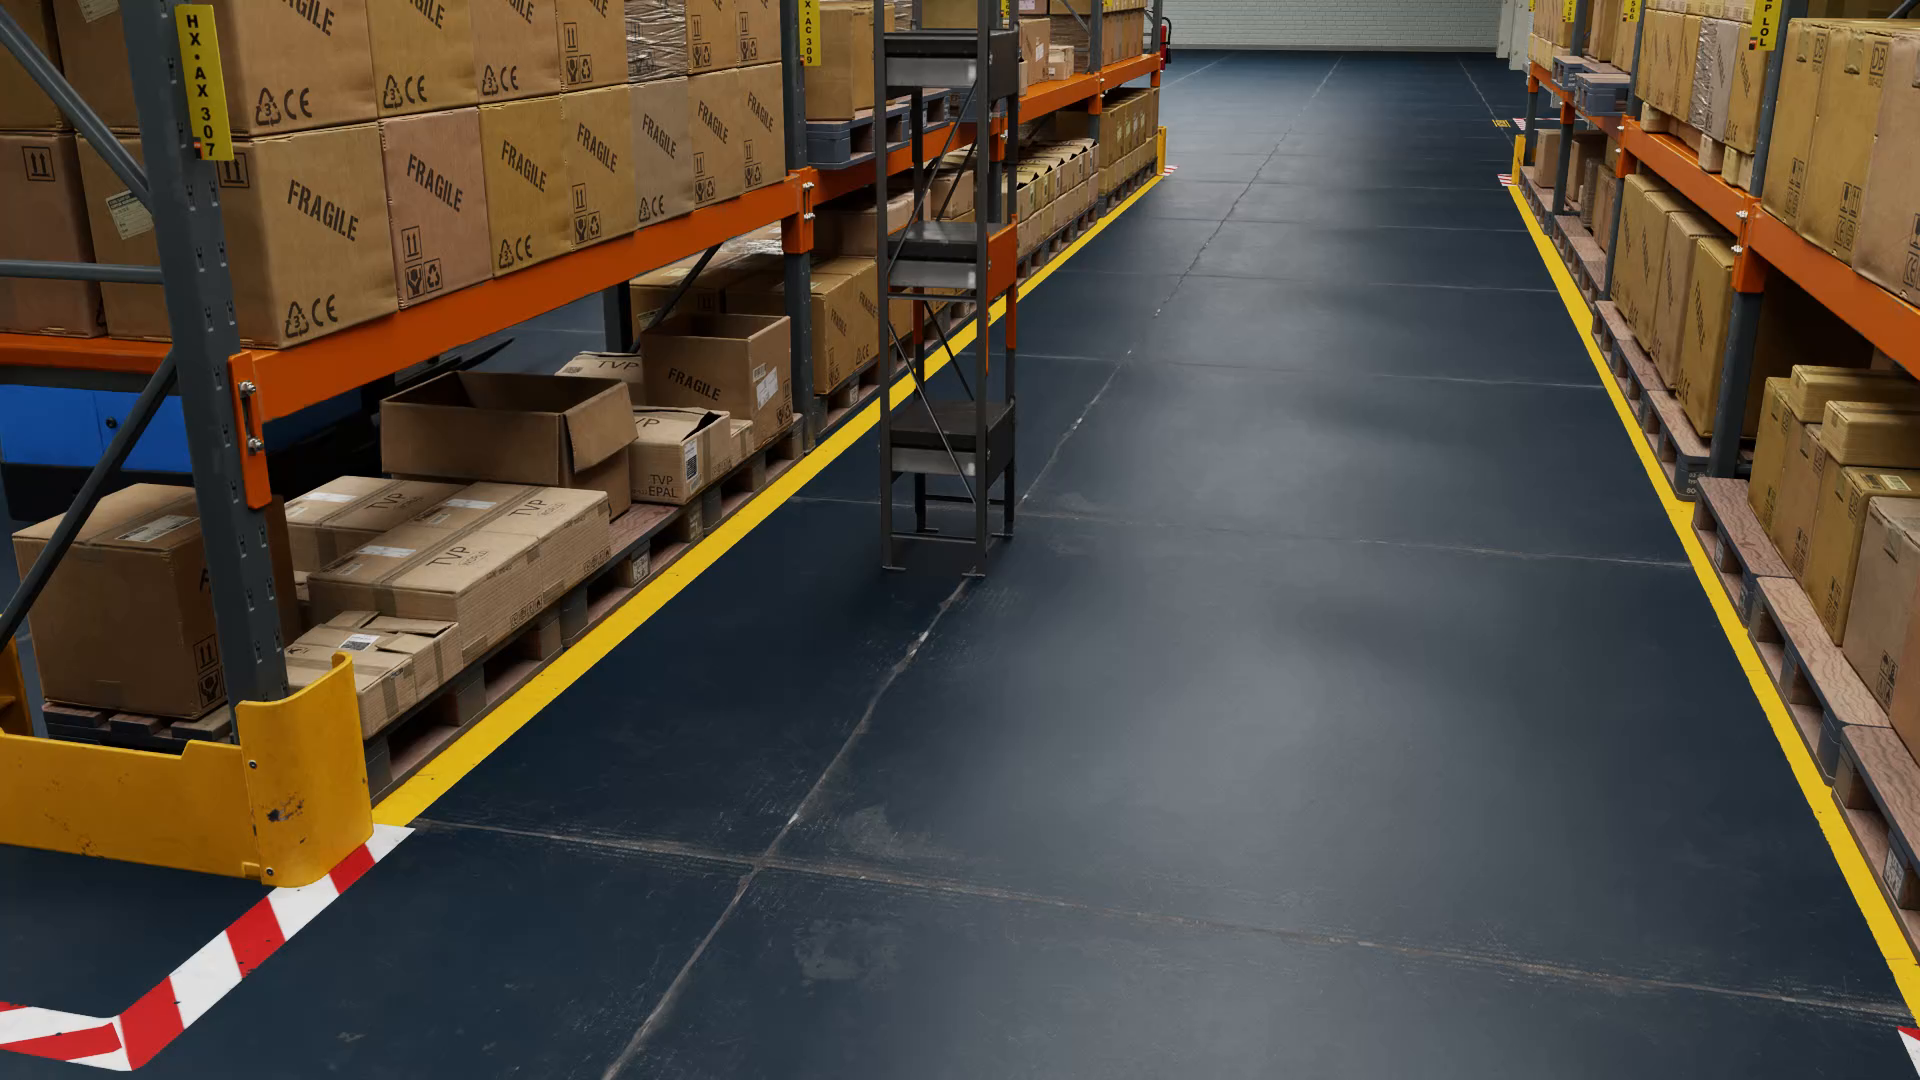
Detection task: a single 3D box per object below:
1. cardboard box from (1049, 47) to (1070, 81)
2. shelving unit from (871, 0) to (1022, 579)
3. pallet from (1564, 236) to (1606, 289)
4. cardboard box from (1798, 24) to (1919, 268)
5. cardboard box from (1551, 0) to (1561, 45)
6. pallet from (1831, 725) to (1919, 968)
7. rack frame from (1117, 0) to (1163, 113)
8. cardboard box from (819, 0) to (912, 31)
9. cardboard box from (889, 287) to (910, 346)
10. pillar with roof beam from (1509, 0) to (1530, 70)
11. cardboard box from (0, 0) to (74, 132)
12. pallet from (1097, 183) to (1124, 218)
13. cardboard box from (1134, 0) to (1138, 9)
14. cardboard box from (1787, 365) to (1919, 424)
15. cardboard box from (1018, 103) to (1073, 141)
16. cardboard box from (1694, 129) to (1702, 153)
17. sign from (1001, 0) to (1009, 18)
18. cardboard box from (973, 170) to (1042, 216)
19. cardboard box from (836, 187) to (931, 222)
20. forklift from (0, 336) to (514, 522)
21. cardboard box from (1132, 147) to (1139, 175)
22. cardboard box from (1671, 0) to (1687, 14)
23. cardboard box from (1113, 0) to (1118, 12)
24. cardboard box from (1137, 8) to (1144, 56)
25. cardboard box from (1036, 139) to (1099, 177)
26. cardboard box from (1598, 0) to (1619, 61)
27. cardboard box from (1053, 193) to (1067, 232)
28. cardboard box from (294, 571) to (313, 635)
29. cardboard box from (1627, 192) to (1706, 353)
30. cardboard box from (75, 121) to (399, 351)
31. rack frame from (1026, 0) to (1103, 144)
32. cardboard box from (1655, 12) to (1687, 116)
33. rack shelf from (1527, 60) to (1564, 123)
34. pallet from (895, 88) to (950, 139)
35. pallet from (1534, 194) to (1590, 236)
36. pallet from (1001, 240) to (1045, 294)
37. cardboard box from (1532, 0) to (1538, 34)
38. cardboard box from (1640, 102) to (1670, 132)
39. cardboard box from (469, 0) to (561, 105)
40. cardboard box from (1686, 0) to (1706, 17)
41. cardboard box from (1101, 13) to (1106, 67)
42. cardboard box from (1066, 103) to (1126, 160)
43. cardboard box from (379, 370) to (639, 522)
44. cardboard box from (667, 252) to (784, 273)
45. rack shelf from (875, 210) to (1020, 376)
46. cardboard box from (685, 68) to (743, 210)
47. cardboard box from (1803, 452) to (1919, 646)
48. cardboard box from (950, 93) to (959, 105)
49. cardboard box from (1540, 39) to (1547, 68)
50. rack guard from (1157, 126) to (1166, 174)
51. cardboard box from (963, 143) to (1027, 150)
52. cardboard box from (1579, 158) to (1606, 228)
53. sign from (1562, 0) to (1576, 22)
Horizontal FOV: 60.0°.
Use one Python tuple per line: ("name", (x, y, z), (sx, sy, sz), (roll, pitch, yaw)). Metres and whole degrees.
("cardboard box", (0.727, -4.031, 14.056), (0.396, 0.266, 0.258), (4, 19, 12))
("shelving unit", (-0.040, -0.942, 6.196), (0.431, 2.100, 0.503), (5, 19, 13))
("pallet", (5.083, -2.047, 12.354), (1.003, 0.211, 1.213), (5, 19, 13))
("cardboard box", (3.282, -1.232, 5.189), (0.980, 0.700, 0.700), (4, 19, 12))
("cardboard box", (5.500, -4.617, 14.606), (0.500, 0.500, 0.500), (5, 19, 13))
("pallet", (2.756, 0.830, 3.932), (1.003, 0.211, 1.213), (5, 19, 13))
("rack frame", (1.741, -5.638, 18.554), (1.000, 3.000, 0.127), (5, 19, 13))
("cardboard box", (-0.667, -2.899, 9.729), (0.700, 0.500, 0.500), (9, 21, 24))
("cardboard box", (-0.587, -1.359, 9.211), (0.500, 0.500, 0.500), (5, 19, 14))
("pillar with roof beam", (8.903, -15.662, 38.618), (9.100, 9.000, 0.400), (5, 19, 13))
("cardboard box", (-2.326, -1.305, 4.166), (0.500, 0.500, 0.500), (4, 19, 13))
("pallet", (0.999, -3.311, 16.054), (1.003, 0.211, 1.213), (5, 19, 13))
("cardboard box", (1.644, -5.617, 17.332), (0.380, 0.149, 0.250), (5, 19, 14))
("cardboard box", (3.071, -0.490, 5.697), (0.380, 0.149, 0.250), (5, 20, 15))
("cardboard box", (0.799, -3.955, 16.071), (0.500, 0.500, 0.500), (5, 19, 13))
("cardboard box", (3.851, -1.983, 8.210), (0.380, 0.149, 0.250), (5, 20, 15))
("sign", (0.315, -3.601, 10.921), (0.100, 0.325, 0.005), (5, 19, 13))
("cardboard box", (0.319, -2.600, 12.395), (0.500, 0.311, 0.500), (4, 19, 12))
("cardboard box", (-0.470, -1.860, 9.519), (0.500, 0.250, 0.500), (4, 19, 12))
("forklift", (-3.096, -1.853, 7.577), (1.130, 2.935, 3.031), (3, 19, 10))
("cardboard box", (1.542, -3.873, 16.991), (0.500, 0.250, 0.500), (5, 19, 13))
("cardboard box", (3.981, -2.846, 8.572), (0.500, 0.250, 0.500), (5, 19, 14))
("cardboard box", (1.328, -5.212, 16.147), (0.380, 0.149, 0.250), (4, 19, 12))
("cardboard box", (1.615, -5.540, 18.112), (0.700, 0.500, 0.500), (5, 19, 13))
("cardboard box", (0.943, -3.398, 14.731), (0.500, 0.311, 0.500), (5, 19, 13))
("cardboard box", (5.267, -3.918, 12.684), (0.700, 0.500, 0.500), (7, 20, 19))
("cardboard box", (0.568, -2.651, 13.412), (0.500, 0.250, 0.500), (5, 20, 14))
("cardboard box", (-2.088, 0.200, 5.165), (0.380, 0.166, 0.250), (5, 19, 13))
("cardboard box", (4.064, -1.428, 8.903), (0.750, 0.750, 0.750), (5, 19, 13))
("cardboard box", (-1.804, -0.789, 4.201), (0.500, 0.500, 0.500), (5, 20, 15))
("rack frame", (0.764, -4.384, 14.883), (1.000, 3.000, 0.127), (5, 19, 13))
("cardboard box", (3.965, -2.487, 8.683), (0.500, 0.500, 0.500), (5, 19, 13))
("rack shelf", (6.057, -4.281, 15.693), (1.077, 0.370, 4.000), (5, 19, 13))
("pallet", (-0.684, -2.430, 9.458), (1.003, 0.211, 1.213), (5, 19, 13))
("pallet", (5.698, -2.888, 14.816), (1.003, 0.211, 1.213), (5, 19, 13))
("pallet", (0.025, -2.066, 12.410), (1.003, 0.211, 1.213), (5, 19, 13))
("cardboard box", (6.137, -5.416, 16.943), (0.500, 0.500, 0.500), (5, 19, 13))
("cardboard box", (4.069, -2.391, 9.406), (0.380, 0.149, 0.250), (5, 20, 15))
("cardboard box", (-1.557, -1.583, 4.979), (0.500, 0.500, 0.500), (5, 19, 14))
("cardboard box", (3.862, -2.685, 8.102), (0.500, 0.250, 0.500), (4, 19, 12))
("cardboard box", (0.989, -4.737, 15.761), (0.700, 0.500, 0.500), (4, 19, 13))
("cardboard box", (1.295, -3.915, 15.952), (0.500, 0.500, 0.500), (5, 19, 13))
("cardboard box", (-1.645, -0.314, 6.149), (0.797, 0.503, 0.637), (5, 19, 13))
("cardboard box", (-1.219, -1.234, 8.846), (0.500, 0.500, 0.500), (5, 19, 14))
("rack shelf", (-0.040, -0.929, 6.201), (0.431, 0.518, 0.480), (5, 19, 13))
("cardboard box", (-1.189, -1.586, 6.534), (0.500, 0.500, 0.500), (5, 20, 15))
("cardboard box", (3.078, 0.042, 5.143), (0.700, 0.500, 0.500), (5, 20, 15))
("cardboard box", (-0.082, -3.199, 11.551), (0.500, 0.311, 0.500), (6, 20, 17))
("cardboard box", (5.750, -4.577, 15.649), (0.500, 0.250, 0.500), (5, 19, 14))
("rack guard", (1.747, -4.463, 18.980), (1.175, 0.500, 0.348), (5, 19, 13))
("cardboard box", (0.294, -3.281, 14.389), (0.500, 0.311, 0.500), (4, 19, 13))
("cardboard box", (5.405, -2.788, 13.395), (0.700, 0.500, 0.500), (5, 20, 15))
("sign", (5.040, -4.444, 13.720), (0.100, 0.325, 0.005), (5, 19, 13))
